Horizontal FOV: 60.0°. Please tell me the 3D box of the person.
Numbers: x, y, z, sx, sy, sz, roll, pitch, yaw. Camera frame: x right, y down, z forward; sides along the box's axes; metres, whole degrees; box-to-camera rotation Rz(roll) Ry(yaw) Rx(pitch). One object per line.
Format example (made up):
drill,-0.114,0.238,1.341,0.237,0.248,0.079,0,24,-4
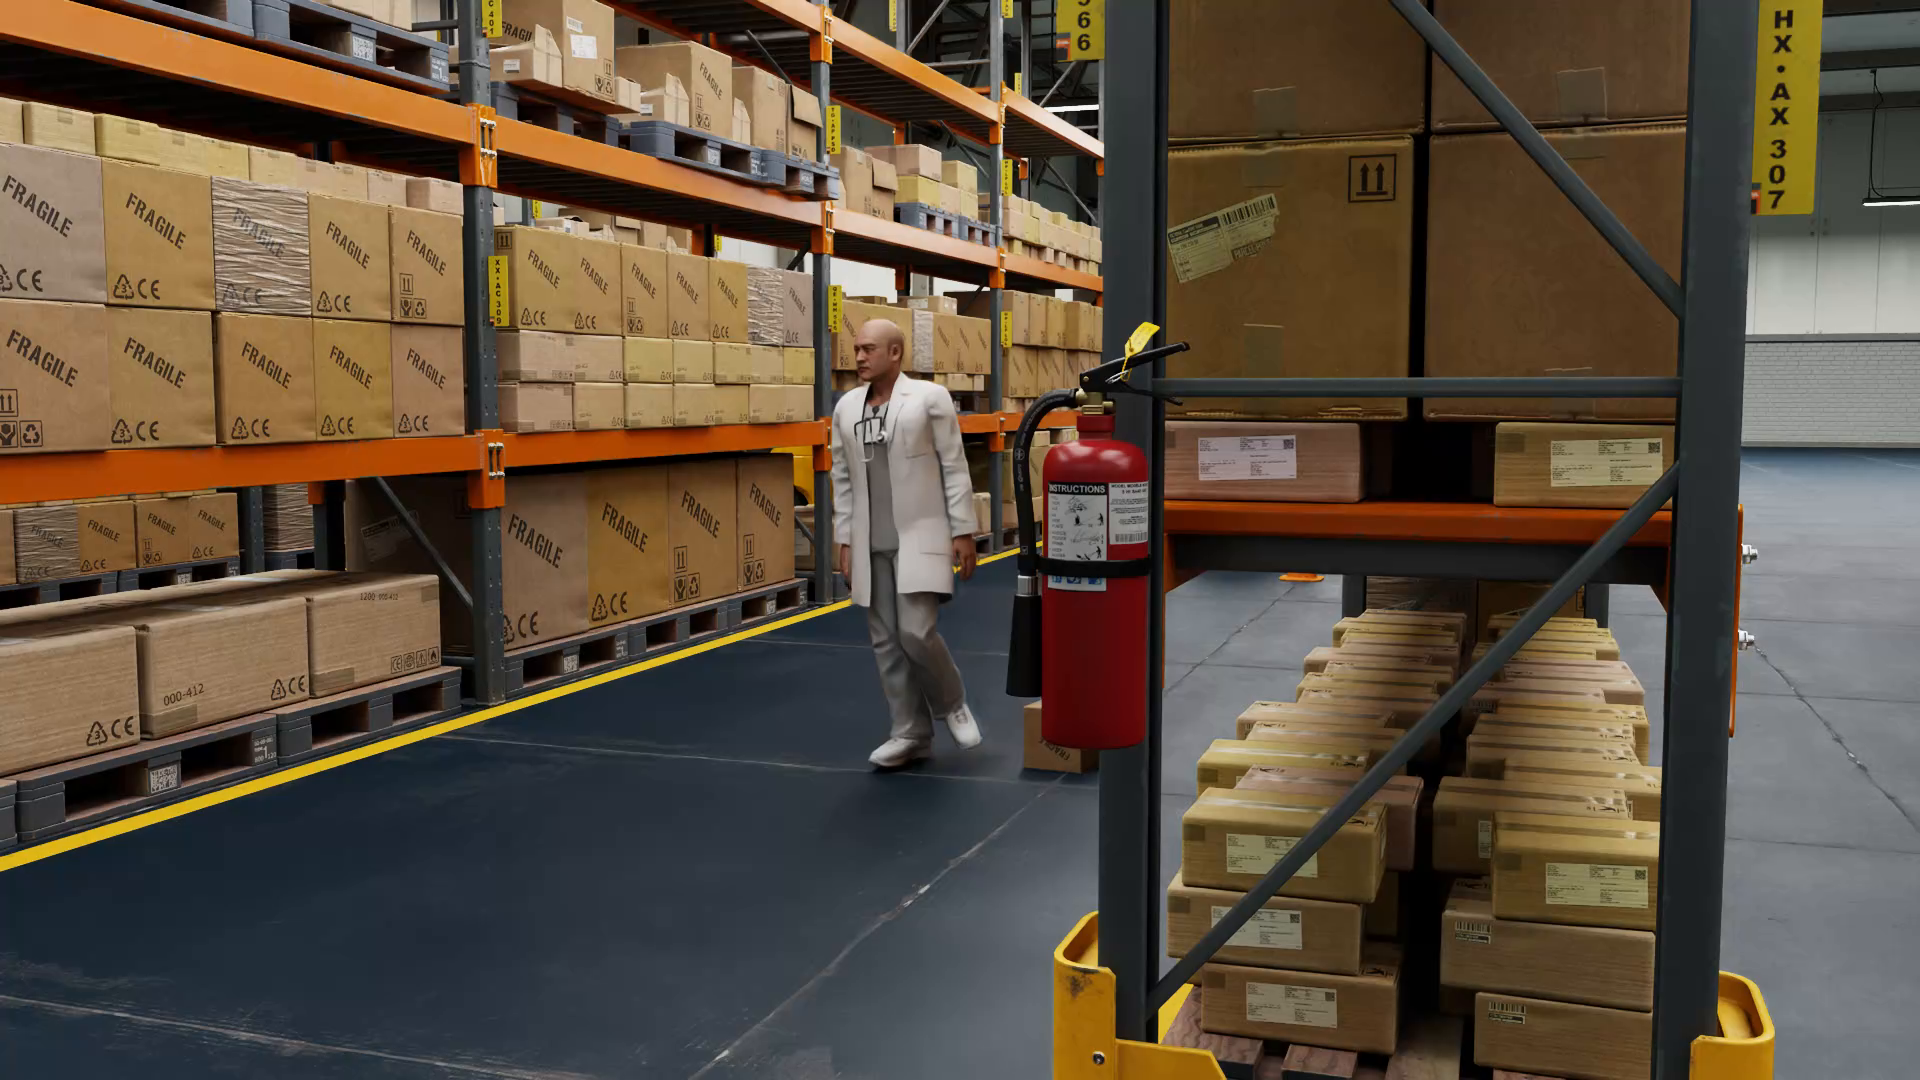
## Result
person,-0.224,0.014,6.624,0.621,1.770,0.552,3,6,28
